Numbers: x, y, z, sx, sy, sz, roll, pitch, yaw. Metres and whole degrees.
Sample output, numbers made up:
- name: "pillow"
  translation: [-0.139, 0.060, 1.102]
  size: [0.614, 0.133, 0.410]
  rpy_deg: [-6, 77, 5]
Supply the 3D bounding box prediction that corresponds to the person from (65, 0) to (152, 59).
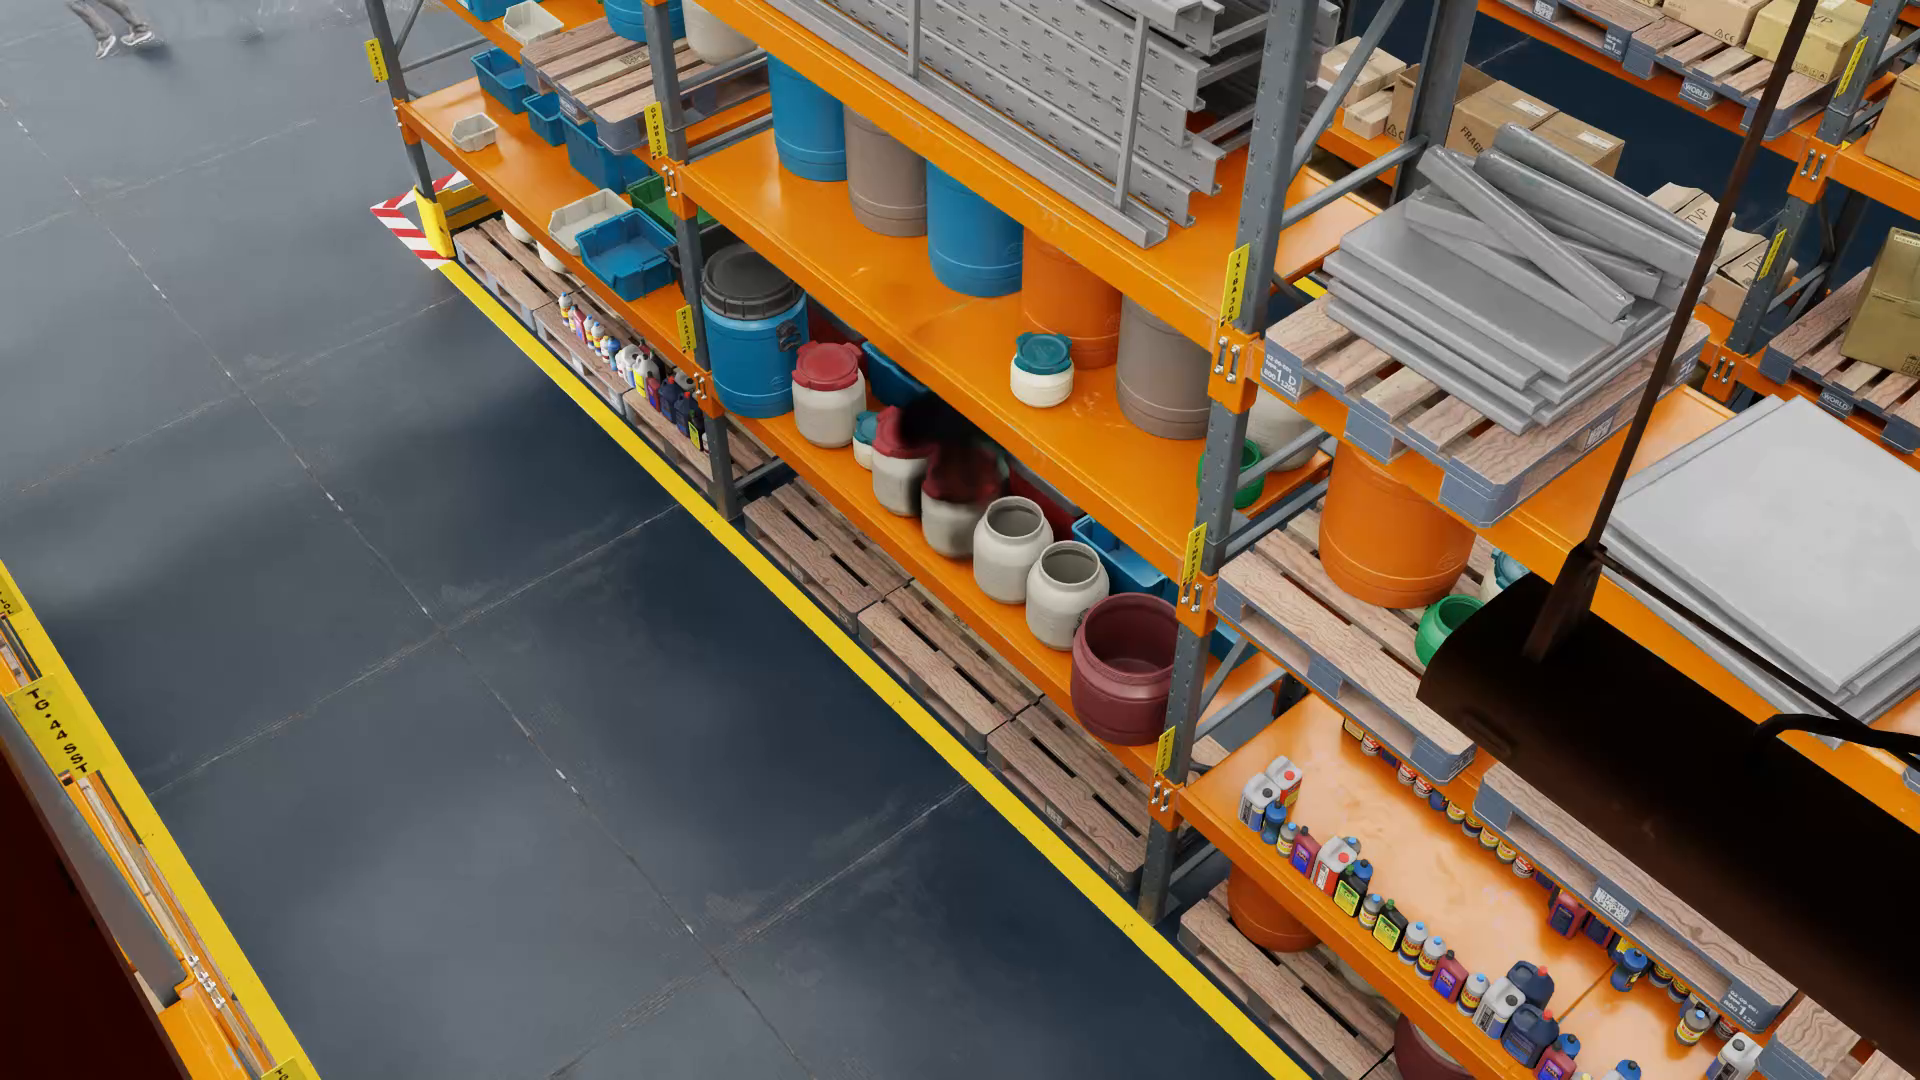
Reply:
- name: "person"
  translation: [-7.715, -5.035, 14.662]
  size: [0.661, 1.621, 0.514]
  rpy_deg: [-9, 47, -9]
